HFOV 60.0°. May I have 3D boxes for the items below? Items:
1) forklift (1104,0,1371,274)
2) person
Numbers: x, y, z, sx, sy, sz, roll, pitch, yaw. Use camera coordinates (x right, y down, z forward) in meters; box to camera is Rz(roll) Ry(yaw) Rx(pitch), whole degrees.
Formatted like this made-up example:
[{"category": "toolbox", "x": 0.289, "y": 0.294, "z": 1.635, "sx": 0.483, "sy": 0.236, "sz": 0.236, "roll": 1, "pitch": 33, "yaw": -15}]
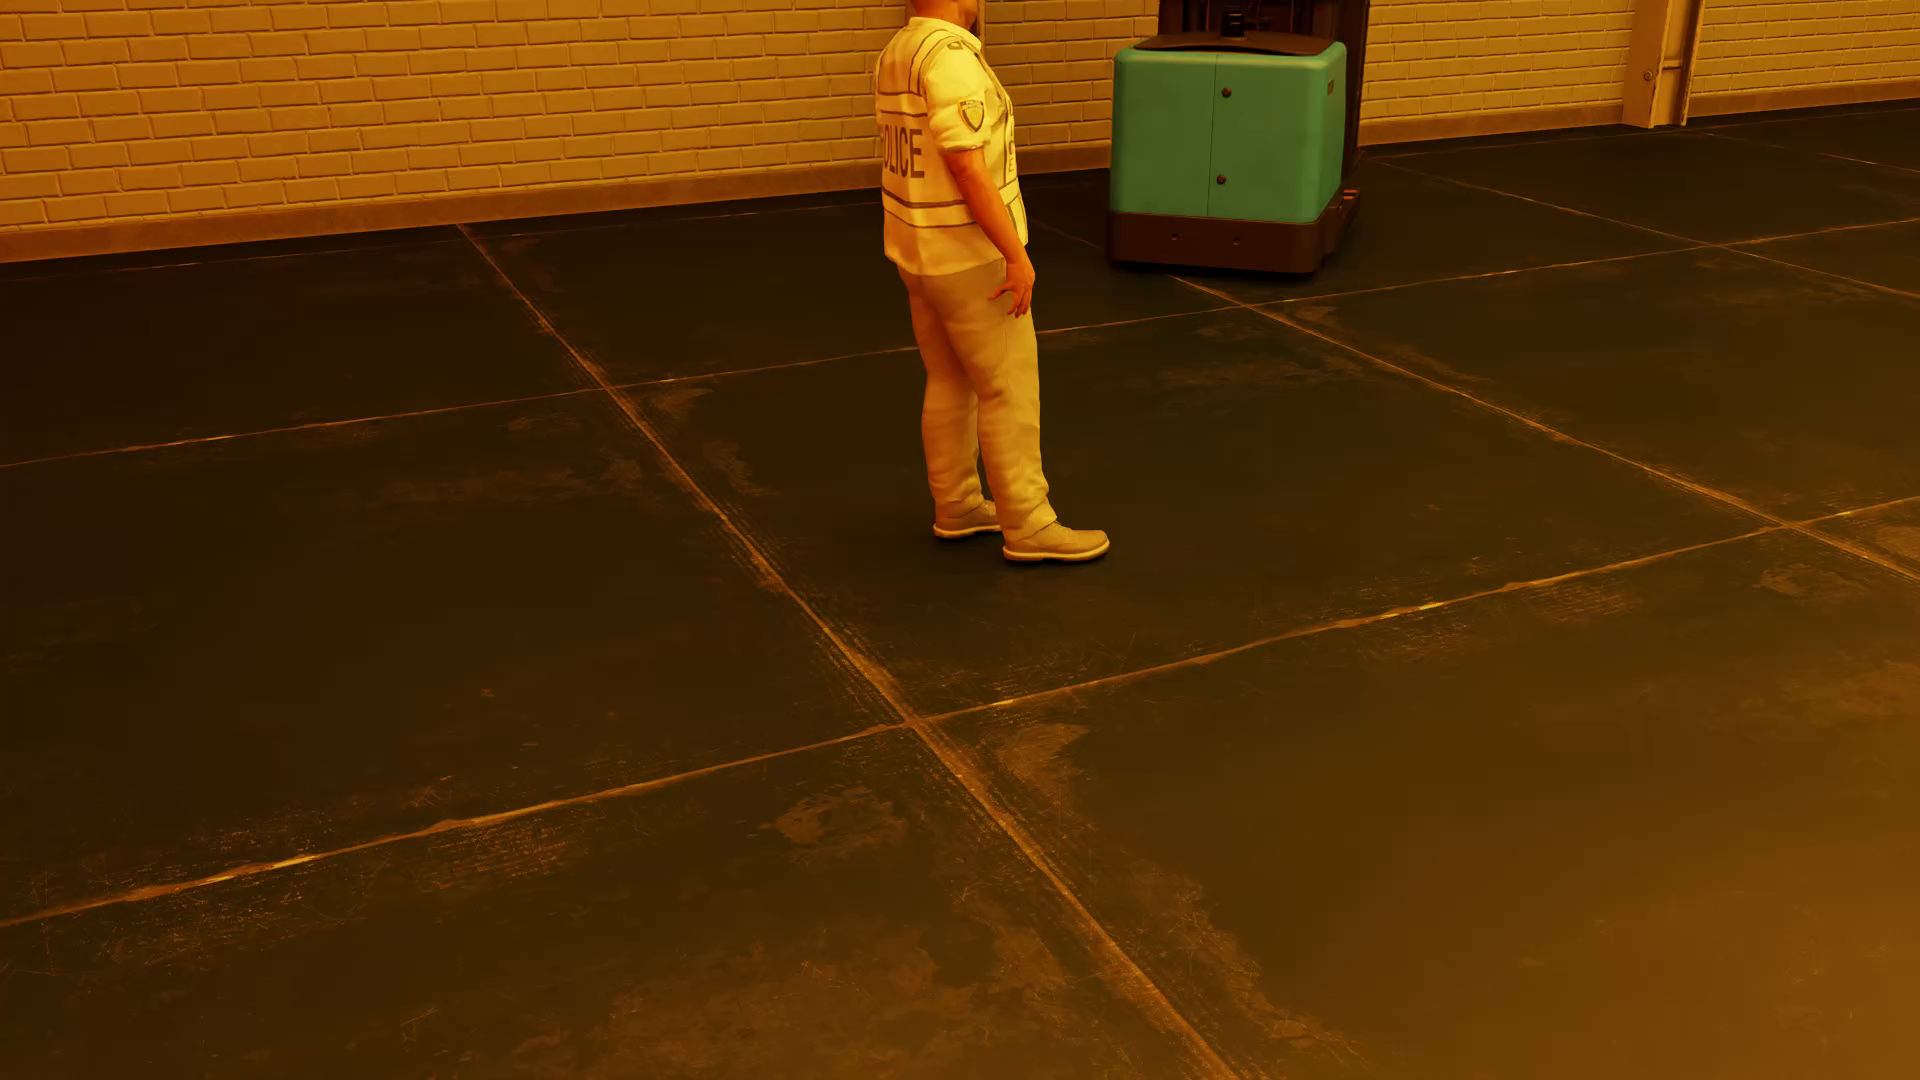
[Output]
[{"category": "forklift", "x": 1.678, "y": -3.174, "z": 8.927, "sx": 1.130, "sy": 2.935, "sz": 3.031, "roll": 7, "pitch": 24, "yaw": 17}, {"category": "person", "x": 0.076, "y": -0.838, "z": 4.783, "sx": 0.574, "sy": 1.779, "sz": 0.641, "roll": -10, "pitch": 25, "yaw": -23}]
